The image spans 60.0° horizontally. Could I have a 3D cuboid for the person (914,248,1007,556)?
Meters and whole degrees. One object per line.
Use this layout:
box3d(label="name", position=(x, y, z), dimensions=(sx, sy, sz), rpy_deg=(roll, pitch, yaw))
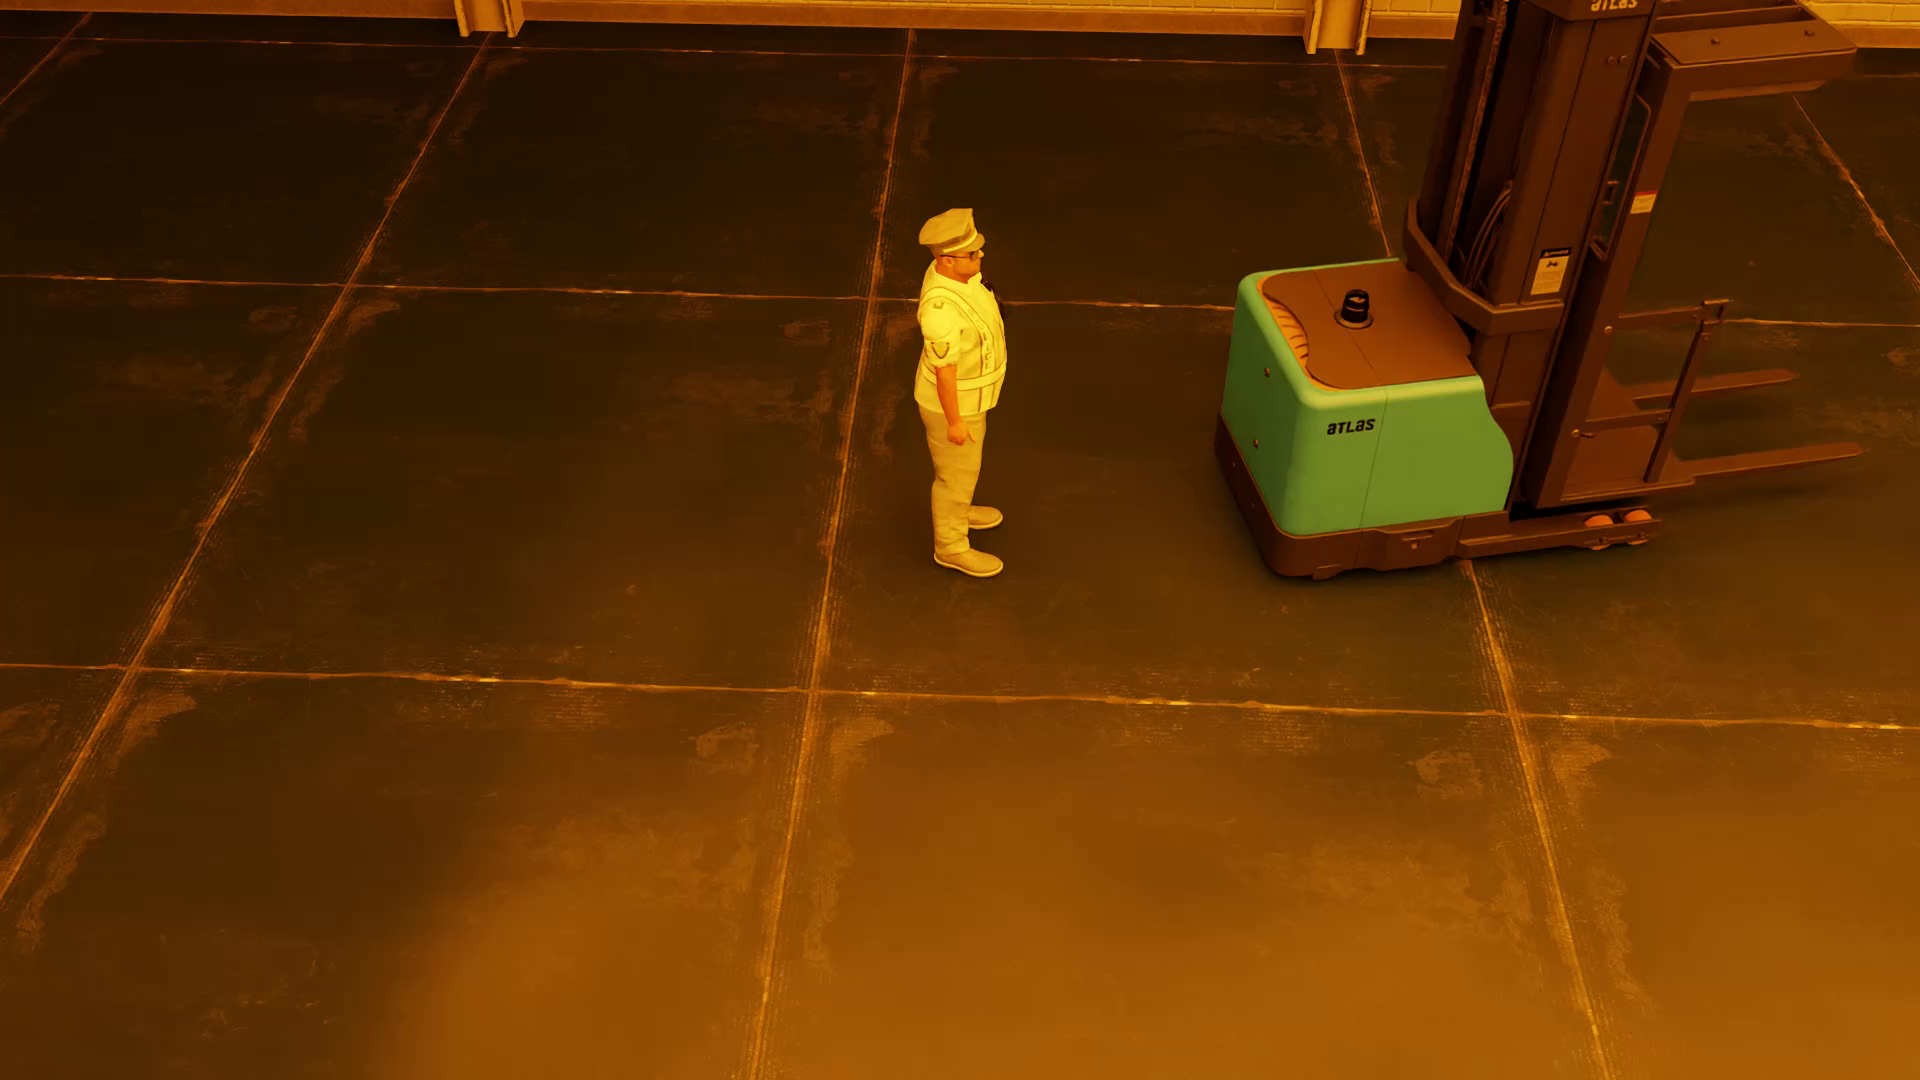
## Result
box3d(label="person", position=(2240.093, -33681.854, 36902.323), dimensions=(24.954, 2.668, 100014.149), rpy_deg=(2, 42, 2))

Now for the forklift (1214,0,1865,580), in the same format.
box3d(label="forklift", position=(2.836, -1.382, 7.257), dimensions=(3.031, 2.935, 1.130), rpy_deg=(-7, 43, -8))
